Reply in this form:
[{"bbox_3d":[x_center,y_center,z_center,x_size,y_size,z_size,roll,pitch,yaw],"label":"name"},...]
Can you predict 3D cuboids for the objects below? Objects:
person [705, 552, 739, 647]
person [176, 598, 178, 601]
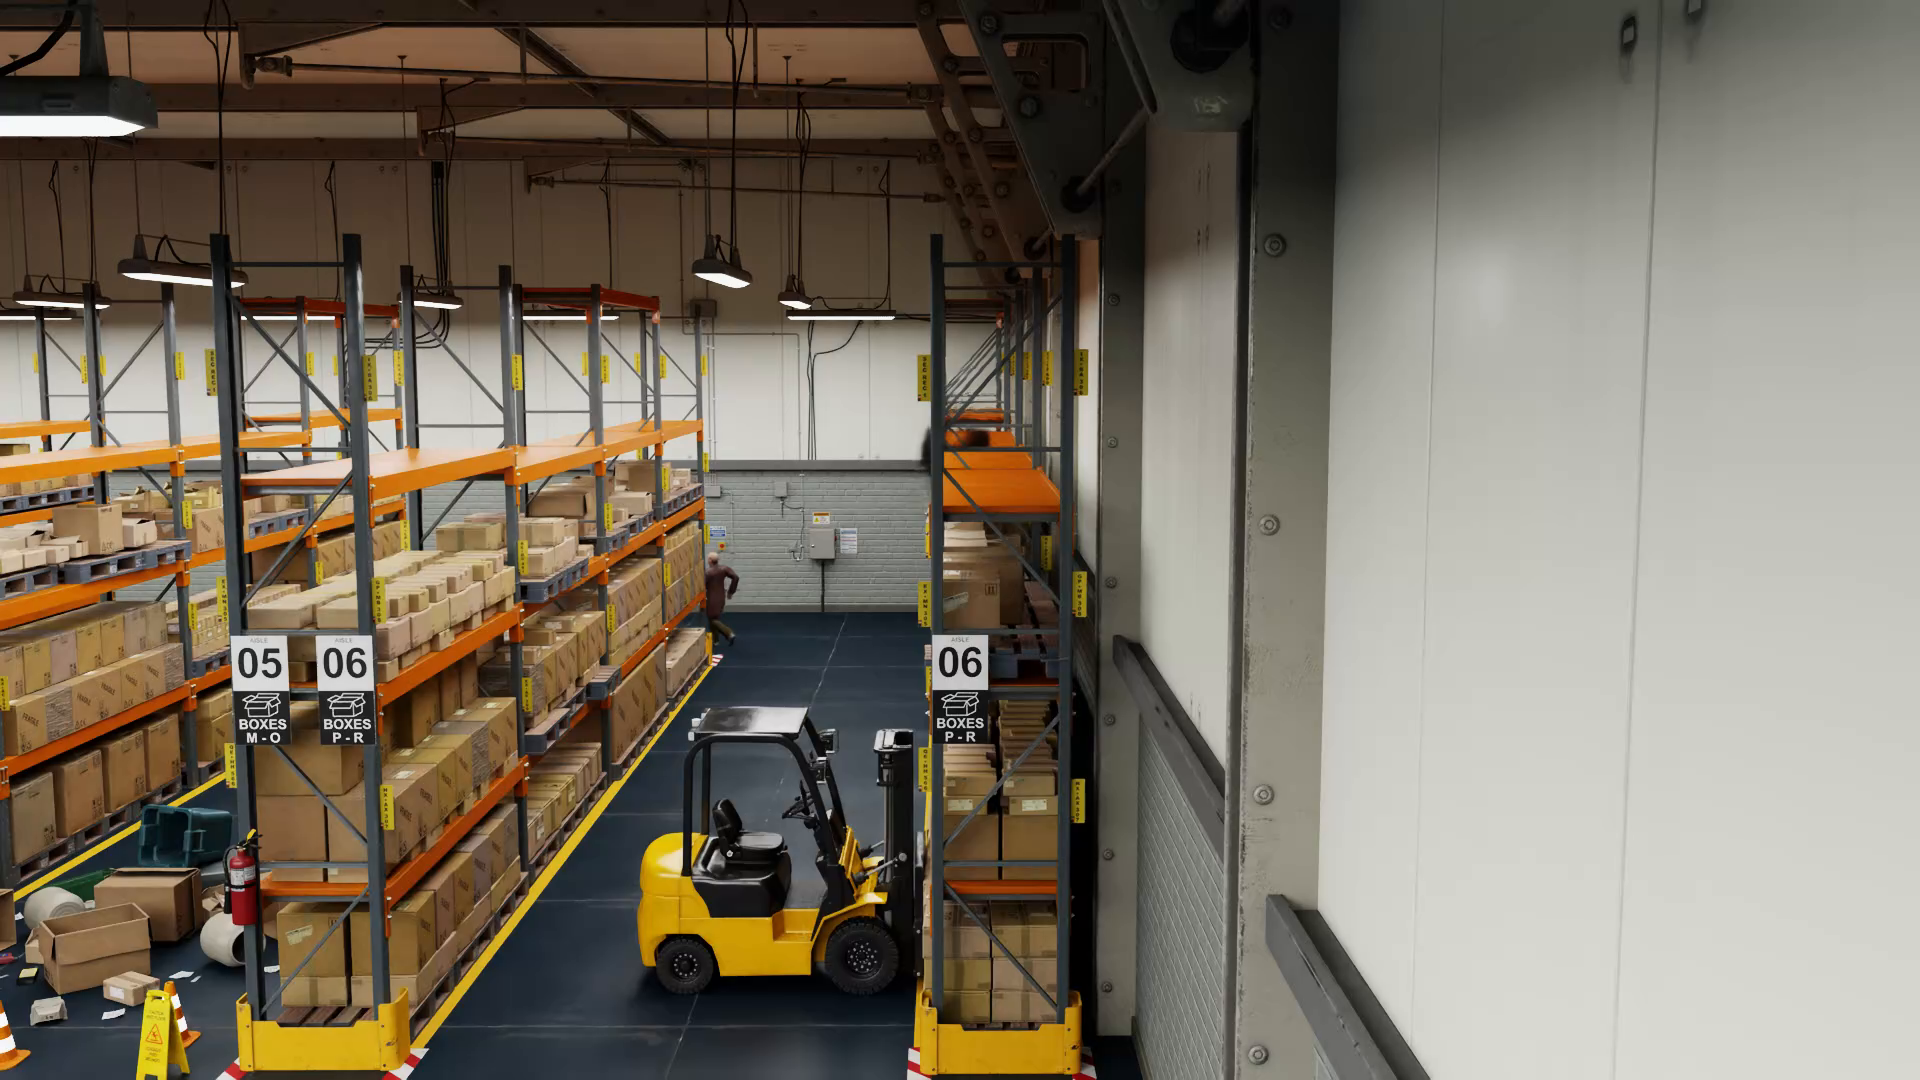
[{"bbox_3d":[-4.340,1.076,29.233,0.851,1.763,0.749,6,9,43],"label":"person"},{"bbox_3d":[-11.396,1.647,24.467,0.646,1.658,0.675,0,6,-1],"label":"person"}]
